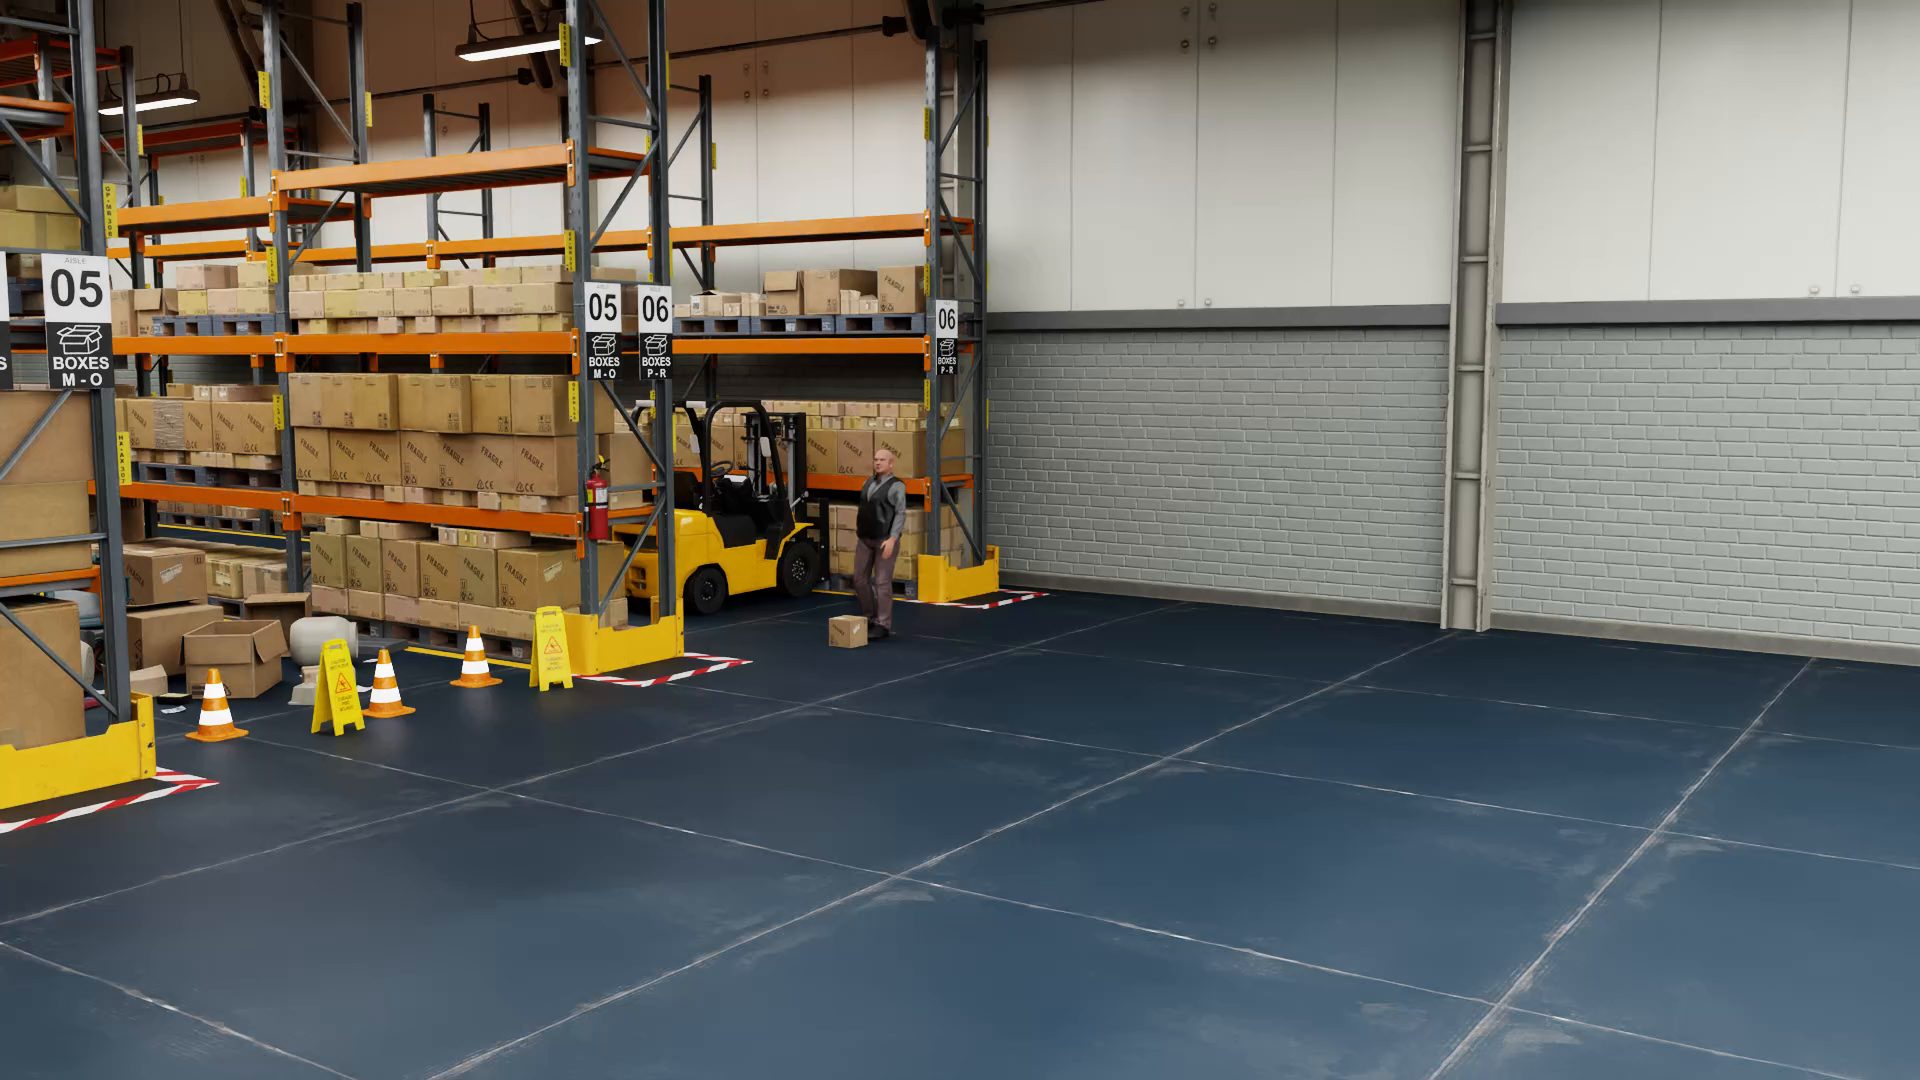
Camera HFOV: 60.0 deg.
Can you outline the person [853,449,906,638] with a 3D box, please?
[{"bbox_3d":[-0.774,0.061,15.370,0.578,1.790,0.461,5,8,39],"label":"person"}]
